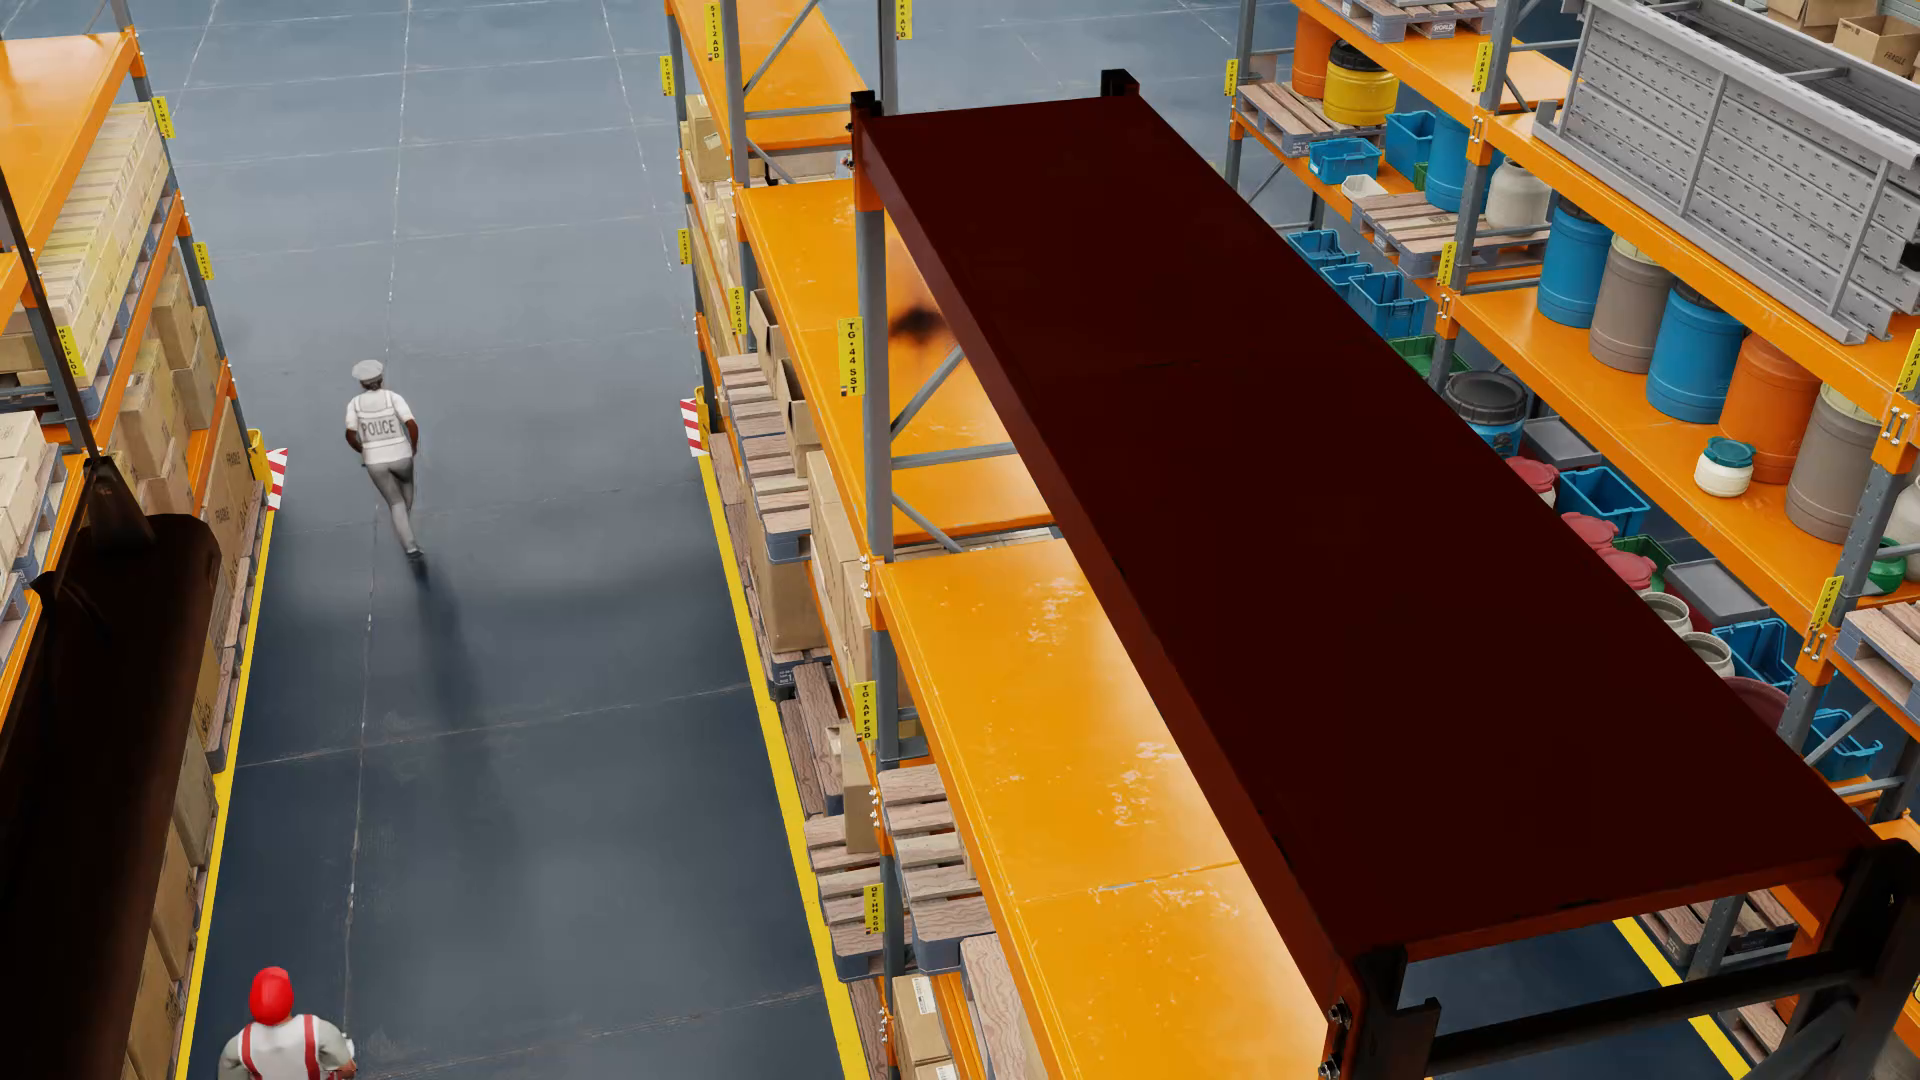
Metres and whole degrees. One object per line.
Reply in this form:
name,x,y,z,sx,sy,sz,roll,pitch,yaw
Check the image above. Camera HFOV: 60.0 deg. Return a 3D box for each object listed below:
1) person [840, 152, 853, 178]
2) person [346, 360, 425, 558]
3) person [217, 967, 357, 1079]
person,-1.085,-3.840,18.149,0.600,1.723,0.685,10,36,14
person,-4.677,-0.573,13.637,0.564,1.575,0.960,-11,36,-16
person,-3.331,2.828,8.422,0.636,1.741,0.574,-7,35,-10
